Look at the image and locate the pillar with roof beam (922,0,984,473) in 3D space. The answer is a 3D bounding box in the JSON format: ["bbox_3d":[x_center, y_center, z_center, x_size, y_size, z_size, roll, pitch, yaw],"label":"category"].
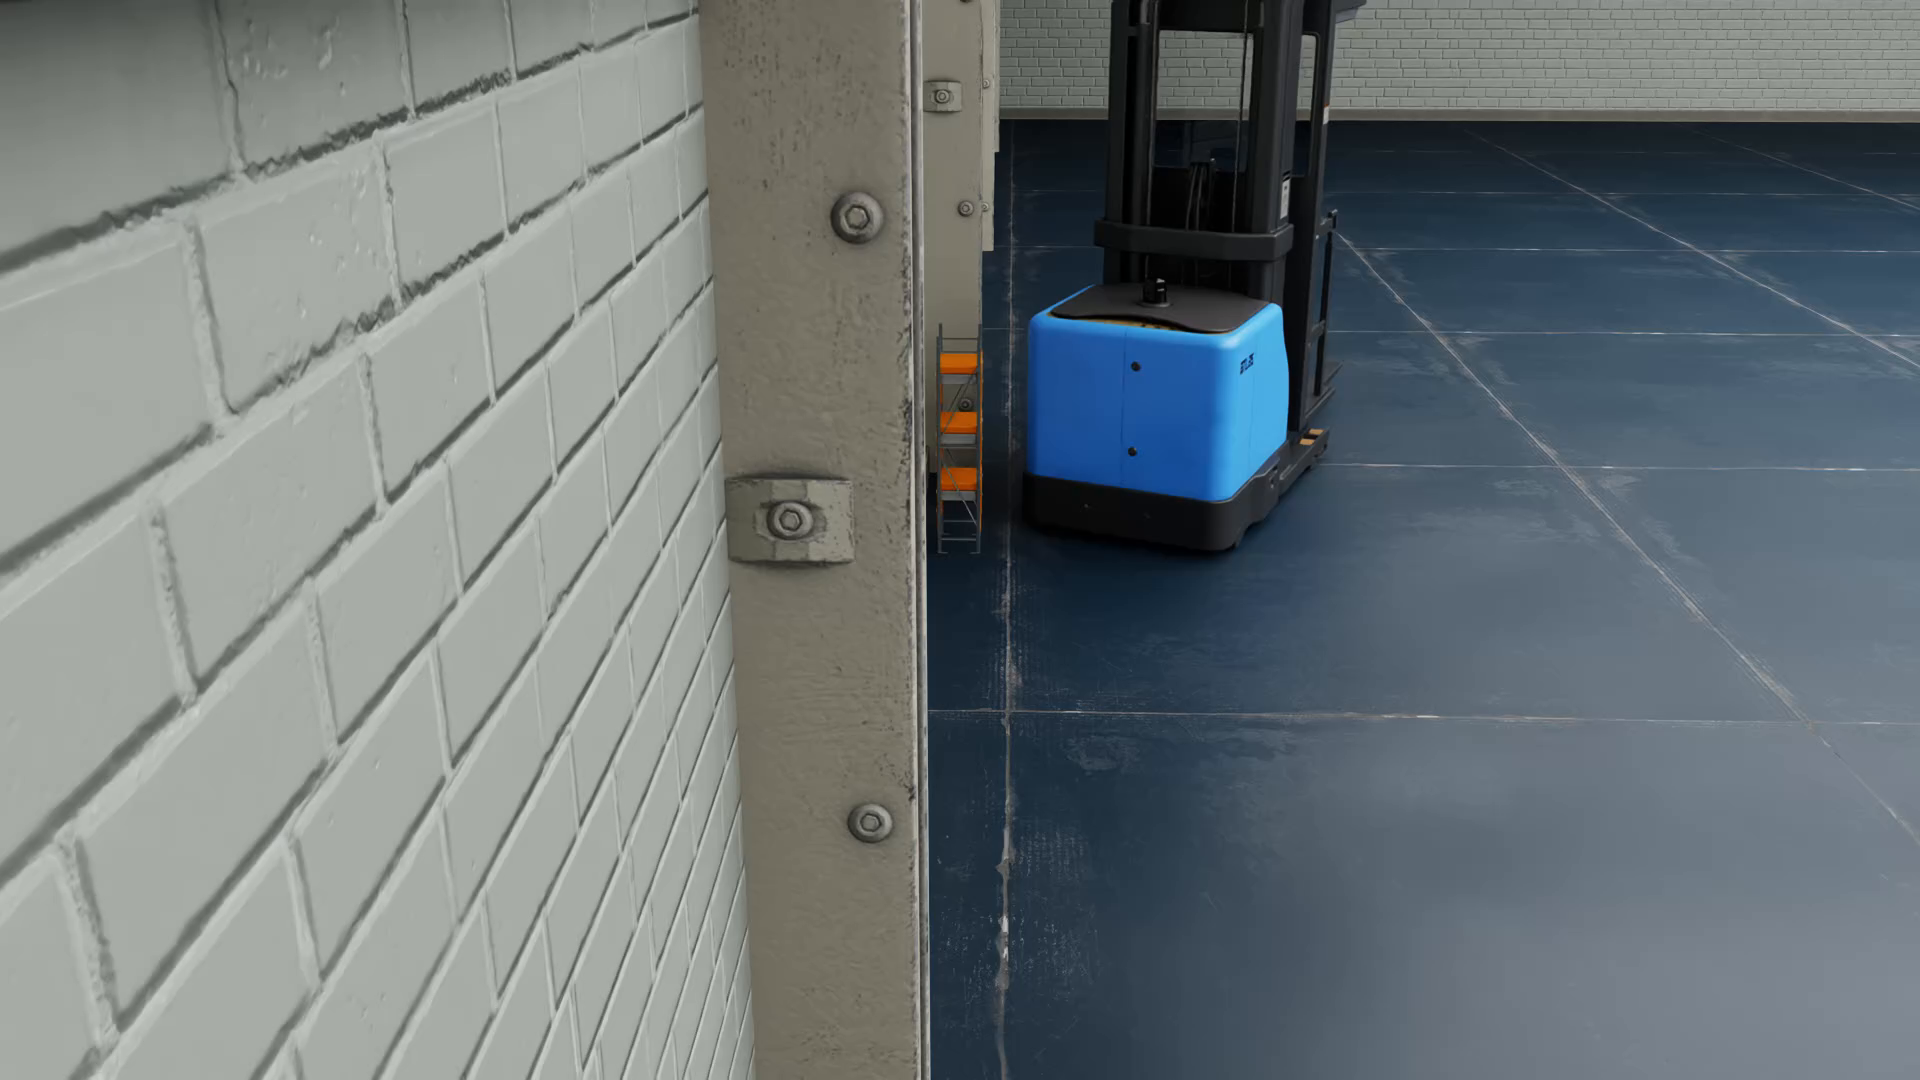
[{"bbox_3d":[4.262,-4.583,7.399,9.100,9.000,0.400,1,21,2],"label":"pillar with roof beam"}]

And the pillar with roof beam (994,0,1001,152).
[{"bbox_3d":[4.627,-8.921,18.582,9.100,9.000,0.400,1,21,2],"label":"pillar with roof beam"}]

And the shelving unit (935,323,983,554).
[{"bbox_3d":[-0.002,-0.470,7.789,0.215,1.050,0.252,1,21,2],"label":"shelving unit"}]

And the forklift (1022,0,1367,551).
[{"bbox_3d":[1.394,-1.811,8.646,1.130,2.935,3.031,10,23,24],"label":"forklift"}]

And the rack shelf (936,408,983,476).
[{"bbox_3d":[-0.002,-0.460,7.793,0.215,0.259,0.240,1,21,2],"label":"rack shelf"}]

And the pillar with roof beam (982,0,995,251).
[{"bbox_3d":[4.444,-6.752,12.991,9.100,9.000,0.400,1,21,2],"label":"pillar with roof beam"}]

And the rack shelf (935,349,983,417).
[{"bbox_3d":[-0.002,-0.725,7.690,0.215,0.259,0.240,1,21,2],"label":"rack shelf"}]

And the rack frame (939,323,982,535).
[{"bbox_3d":[0.002,-0.514,7.903,0.200,1.050,0.008,1,21,2],"label":"rack frame"}]

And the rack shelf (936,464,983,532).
[{"bbox_3d":[-0.002,-0.201,7.894,0.215,0.259,0.240,1,21,2],"label":"rack shelf"}]

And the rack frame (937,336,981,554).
[{"bbox_3d":[-0.005,-0.426,7.675,0.200,1.050,0.008,1,21,2],"label":"rack frame"}]
